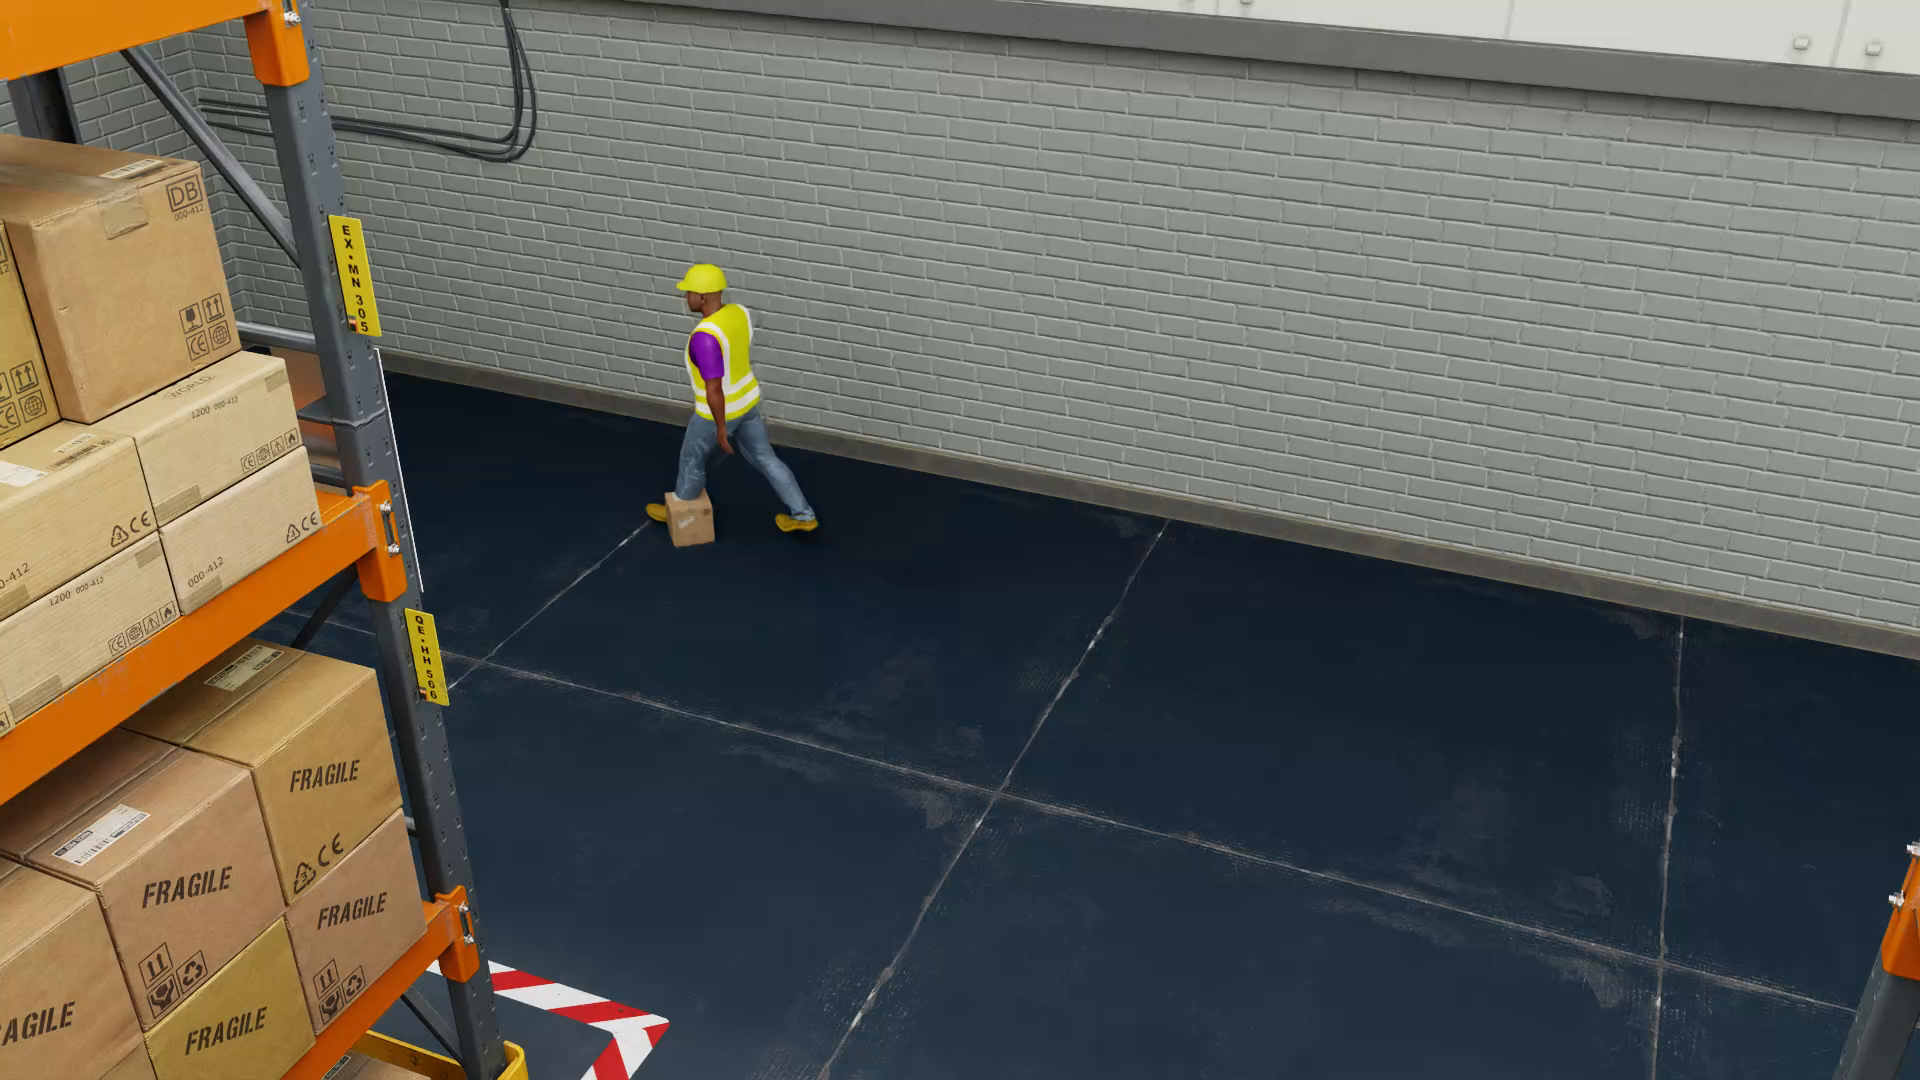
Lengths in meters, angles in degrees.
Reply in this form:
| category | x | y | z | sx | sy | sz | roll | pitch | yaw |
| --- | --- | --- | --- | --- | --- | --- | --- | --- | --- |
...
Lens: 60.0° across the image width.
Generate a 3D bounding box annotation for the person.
| category | x | y | z | sx | sy | sz | roll | pitch | yaw |
| --- | --- | --- | --- | --- | --- | --- | --- | --- | --- |
| person | -1.403 | -0.810 | 9.819 | 1.114 | 1.708 | 0.577 | 14 | 32 | 23 |
